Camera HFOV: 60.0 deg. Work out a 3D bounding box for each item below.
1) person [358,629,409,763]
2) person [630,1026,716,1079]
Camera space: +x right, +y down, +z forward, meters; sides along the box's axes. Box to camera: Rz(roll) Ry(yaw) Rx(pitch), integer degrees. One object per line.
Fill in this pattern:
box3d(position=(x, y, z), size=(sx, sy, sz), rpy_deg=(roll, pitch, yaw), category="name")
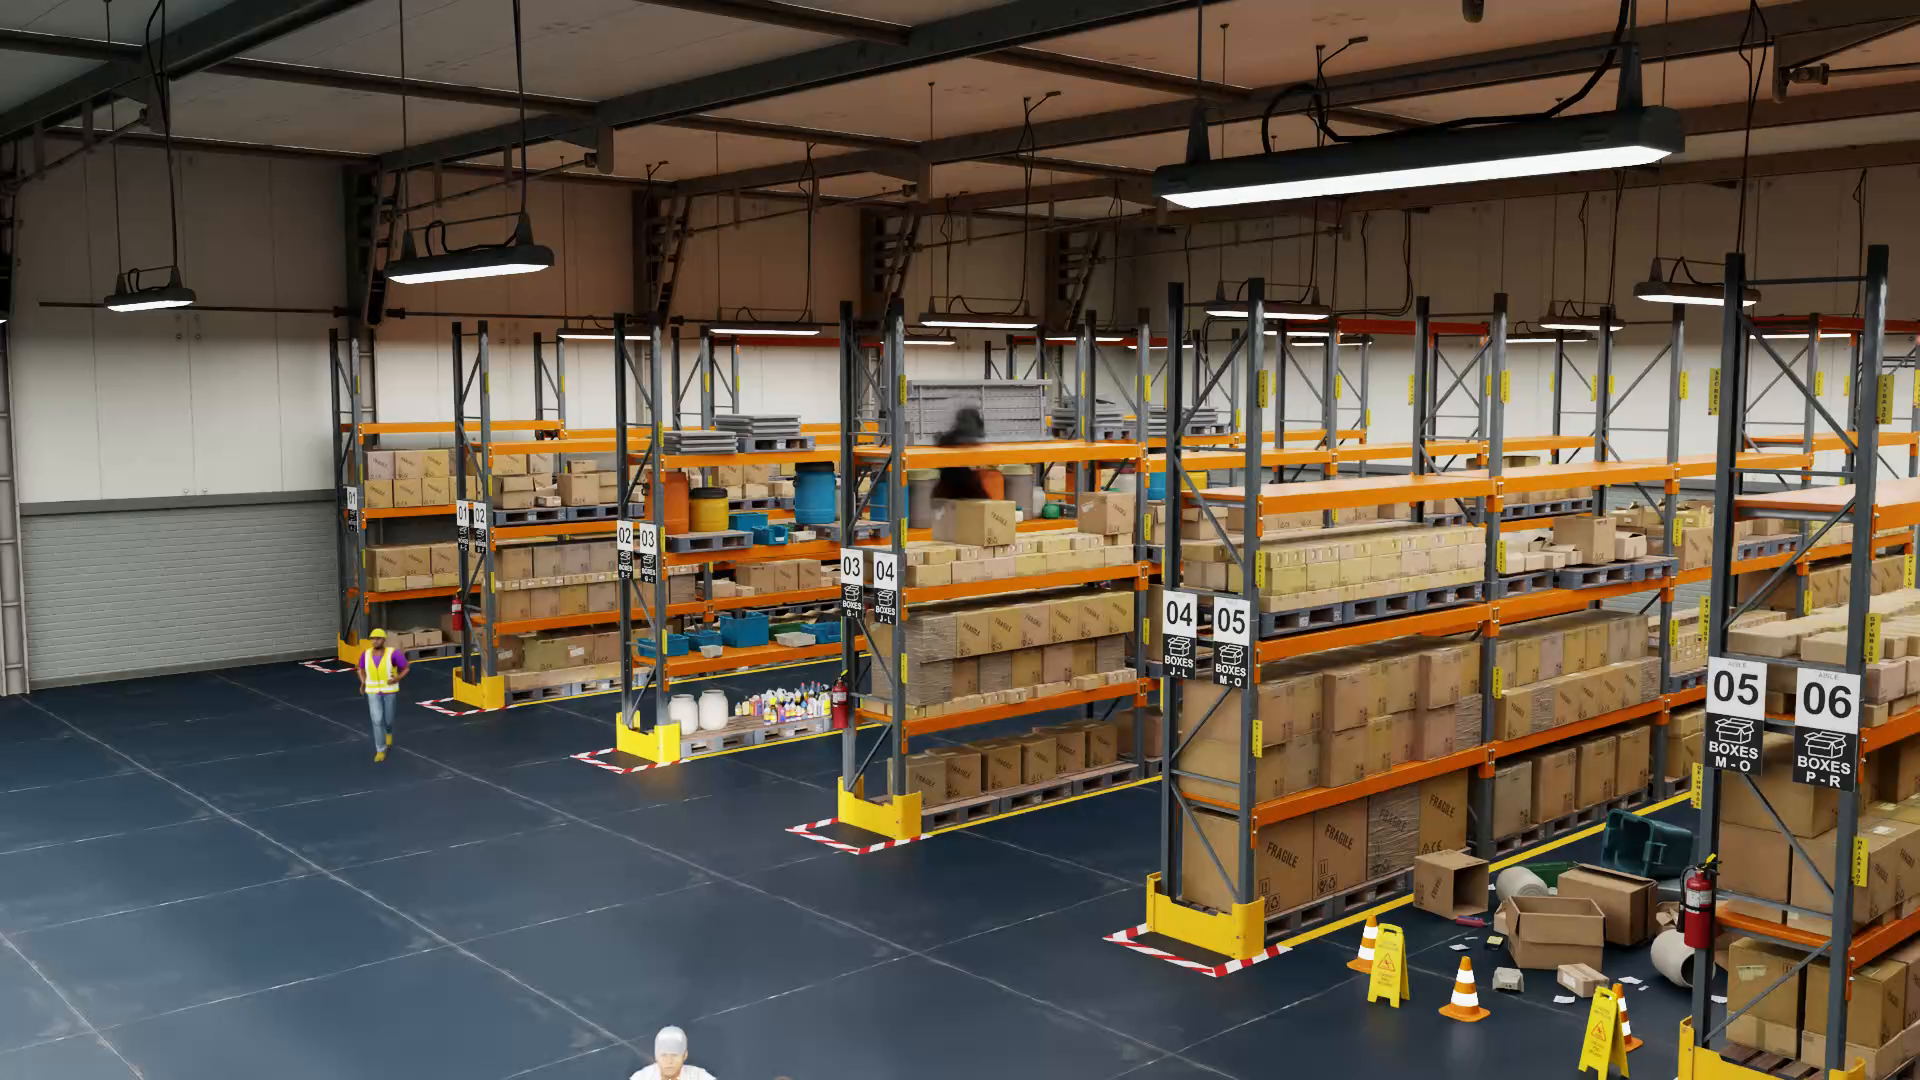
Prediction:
box3d(position=(-7.821, 2.072, 22.554), size=(0.690, 1.766, 0.844), rpy_deg=(-1, 6, -10), category="person")
box3d(position=(-1.566, 3.446, 9.074), size=(0.627, 1.658, 0.787), rpy_deg=(0, 6, -4), category="person")
